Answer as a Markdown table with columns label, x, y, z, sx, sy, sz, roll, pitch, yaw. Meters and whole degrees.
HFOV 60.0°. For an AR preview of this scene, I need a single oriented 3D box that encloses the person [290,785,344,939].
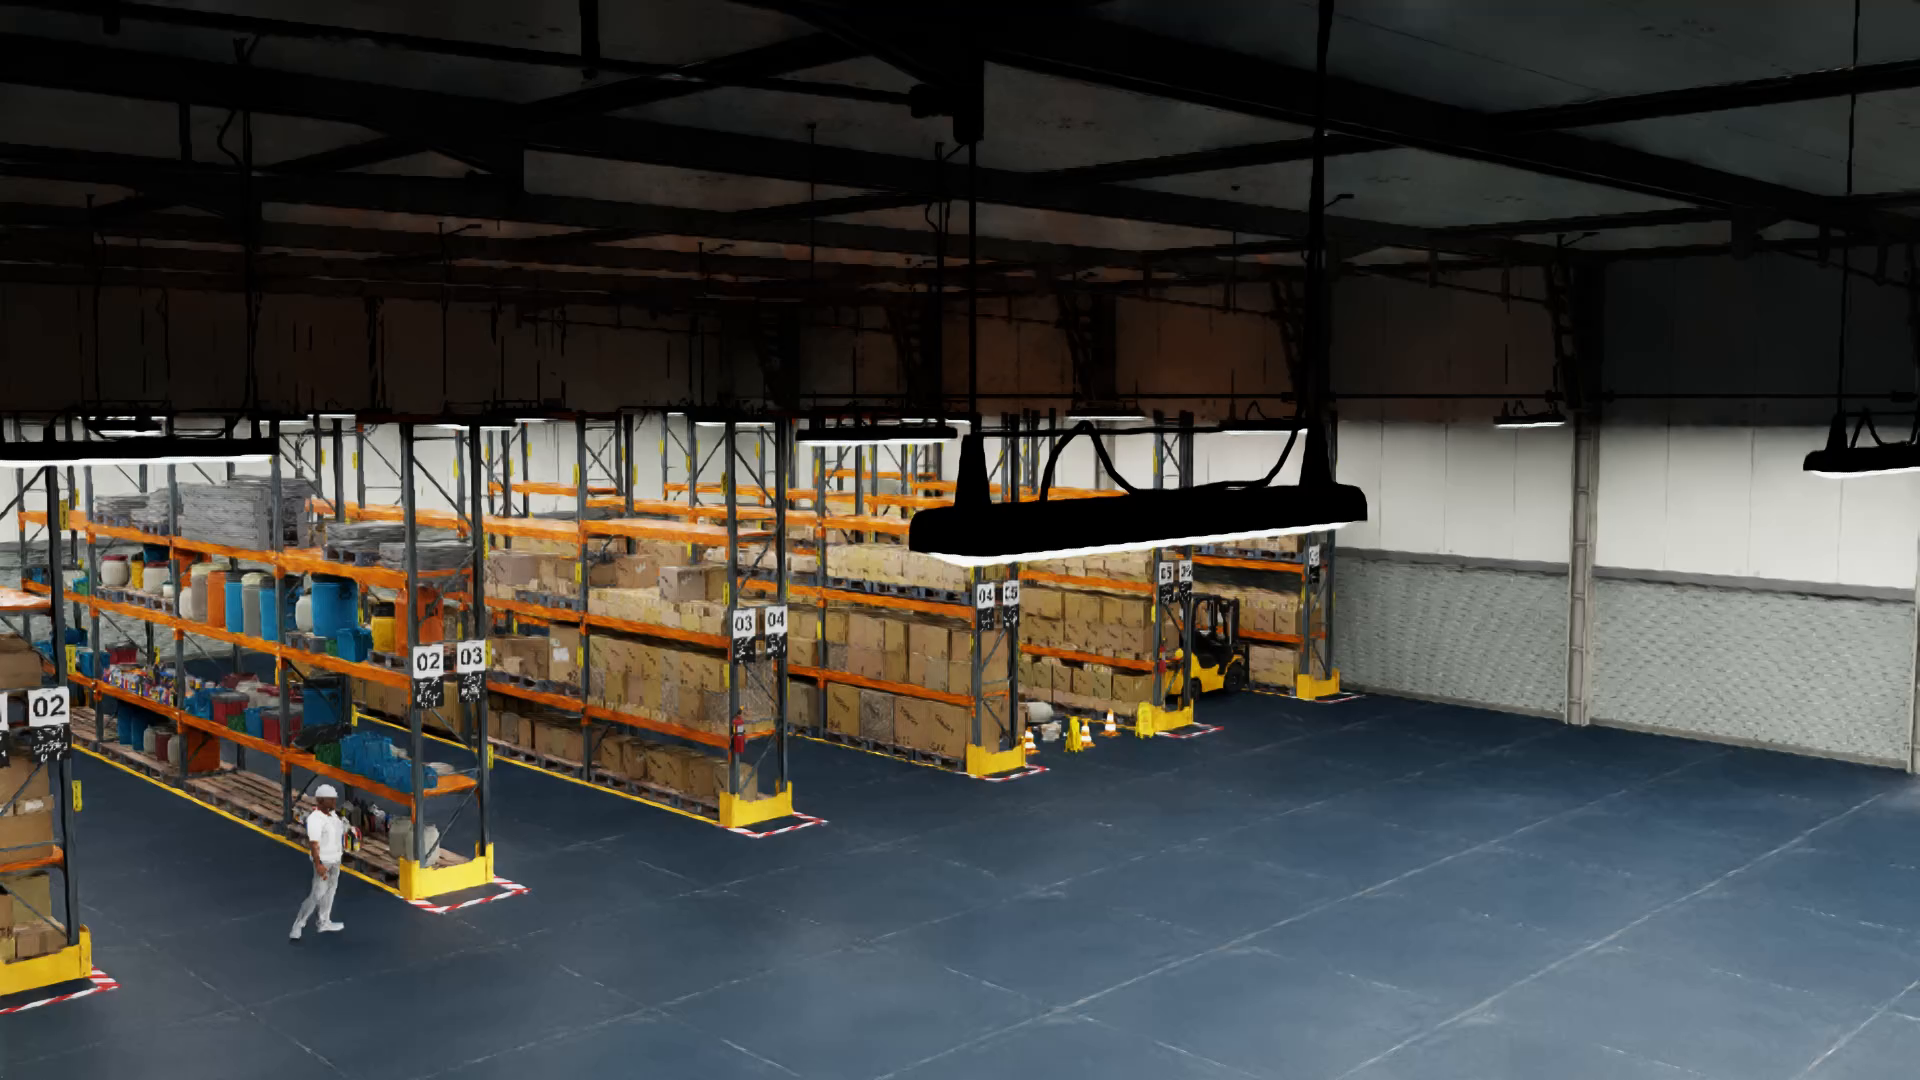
| label | x | y | z | sx | sy | sz | roll | pitch | yaw |
| --- | --- | --- | --- | --- | --- | --- | --- | --- | --- |
| person | -7.544 | 3.731 | 19.482 | 0.520 | 1.694 | 0.742 | 0 | 5 | 2 |
